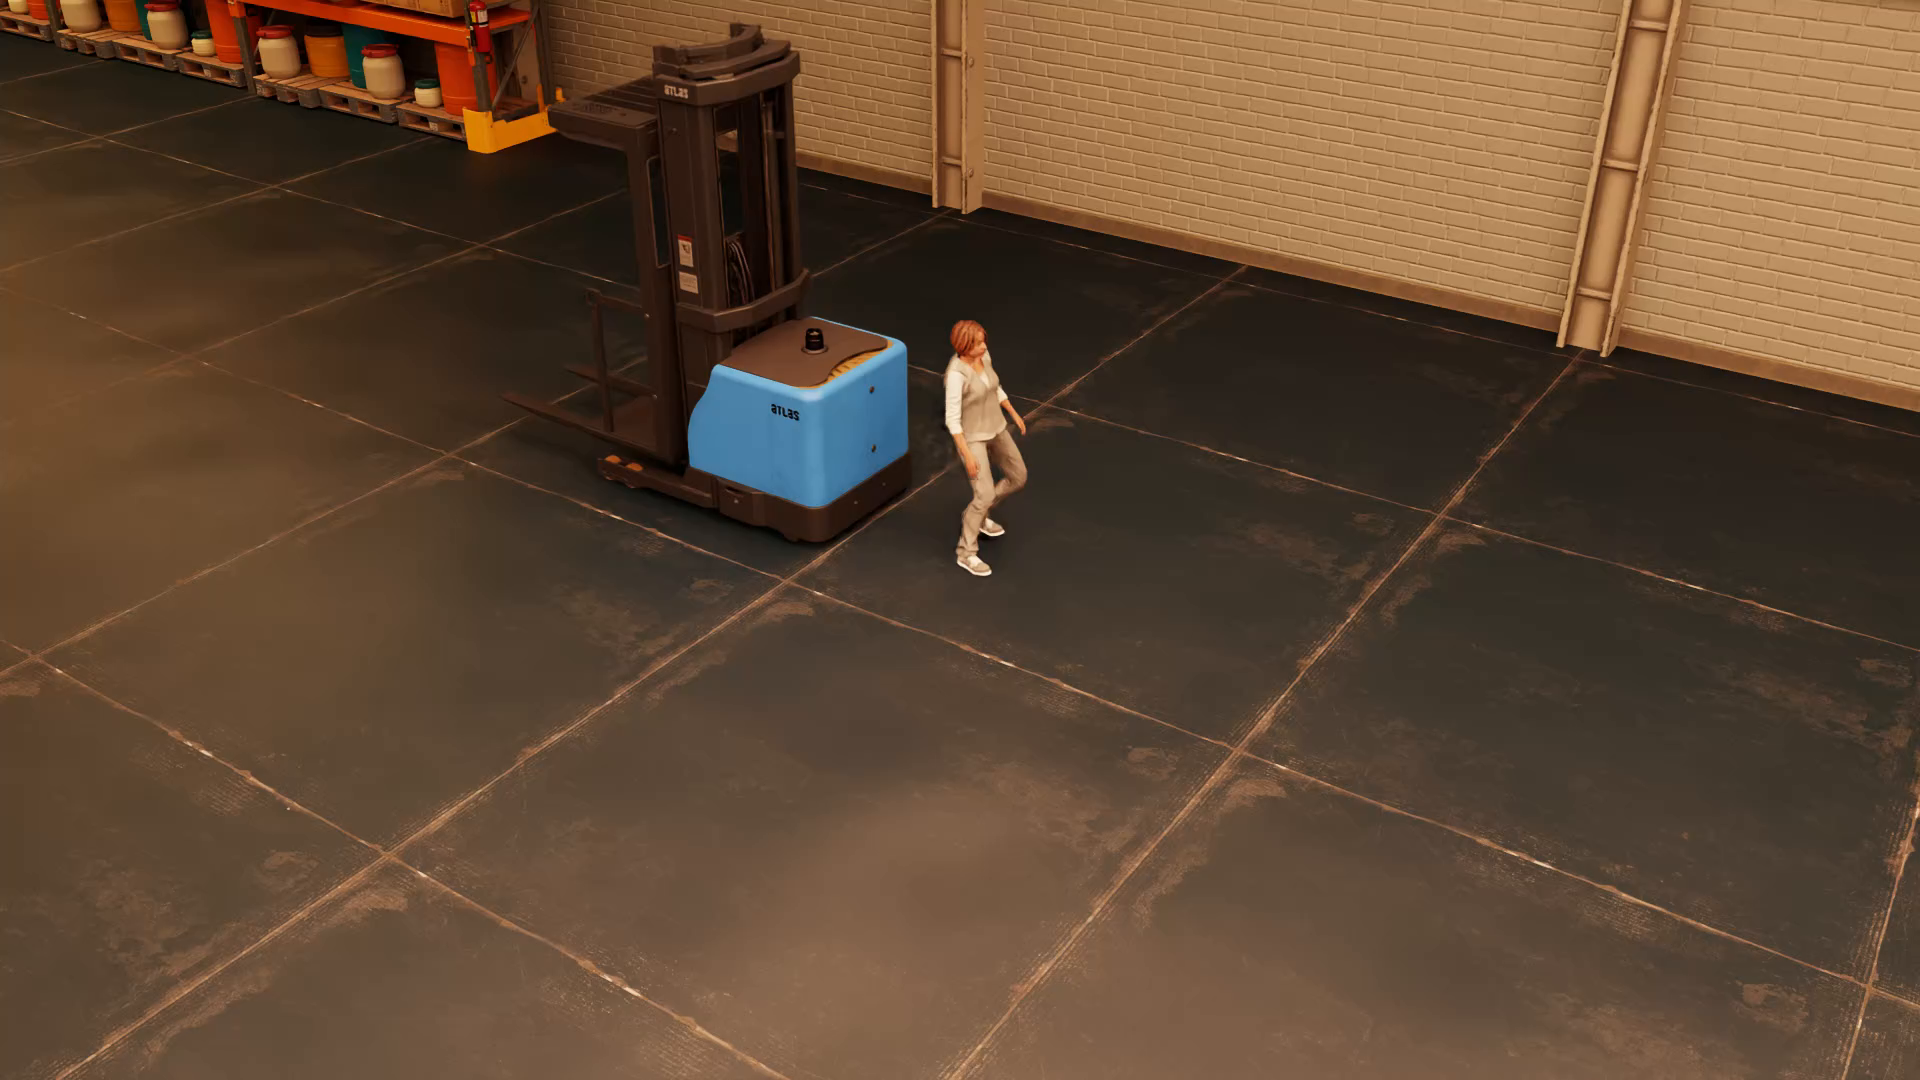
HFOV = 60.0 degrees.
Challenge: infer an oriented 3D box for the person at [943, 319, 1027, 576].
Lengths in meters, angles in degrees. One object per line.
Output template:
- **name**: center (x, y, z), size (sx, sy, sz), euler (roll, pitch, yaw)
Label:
- **person**: center (0.134, -0.600, 10.018), size (0.483, 1.512, 0.640), euler (20, 35, 30)

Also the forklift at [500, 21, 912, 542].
- **forklift**: center (-1.828, -1.813, 10.704), size (3.031, 2.935, 1.130), euler (19, 35, 29)
